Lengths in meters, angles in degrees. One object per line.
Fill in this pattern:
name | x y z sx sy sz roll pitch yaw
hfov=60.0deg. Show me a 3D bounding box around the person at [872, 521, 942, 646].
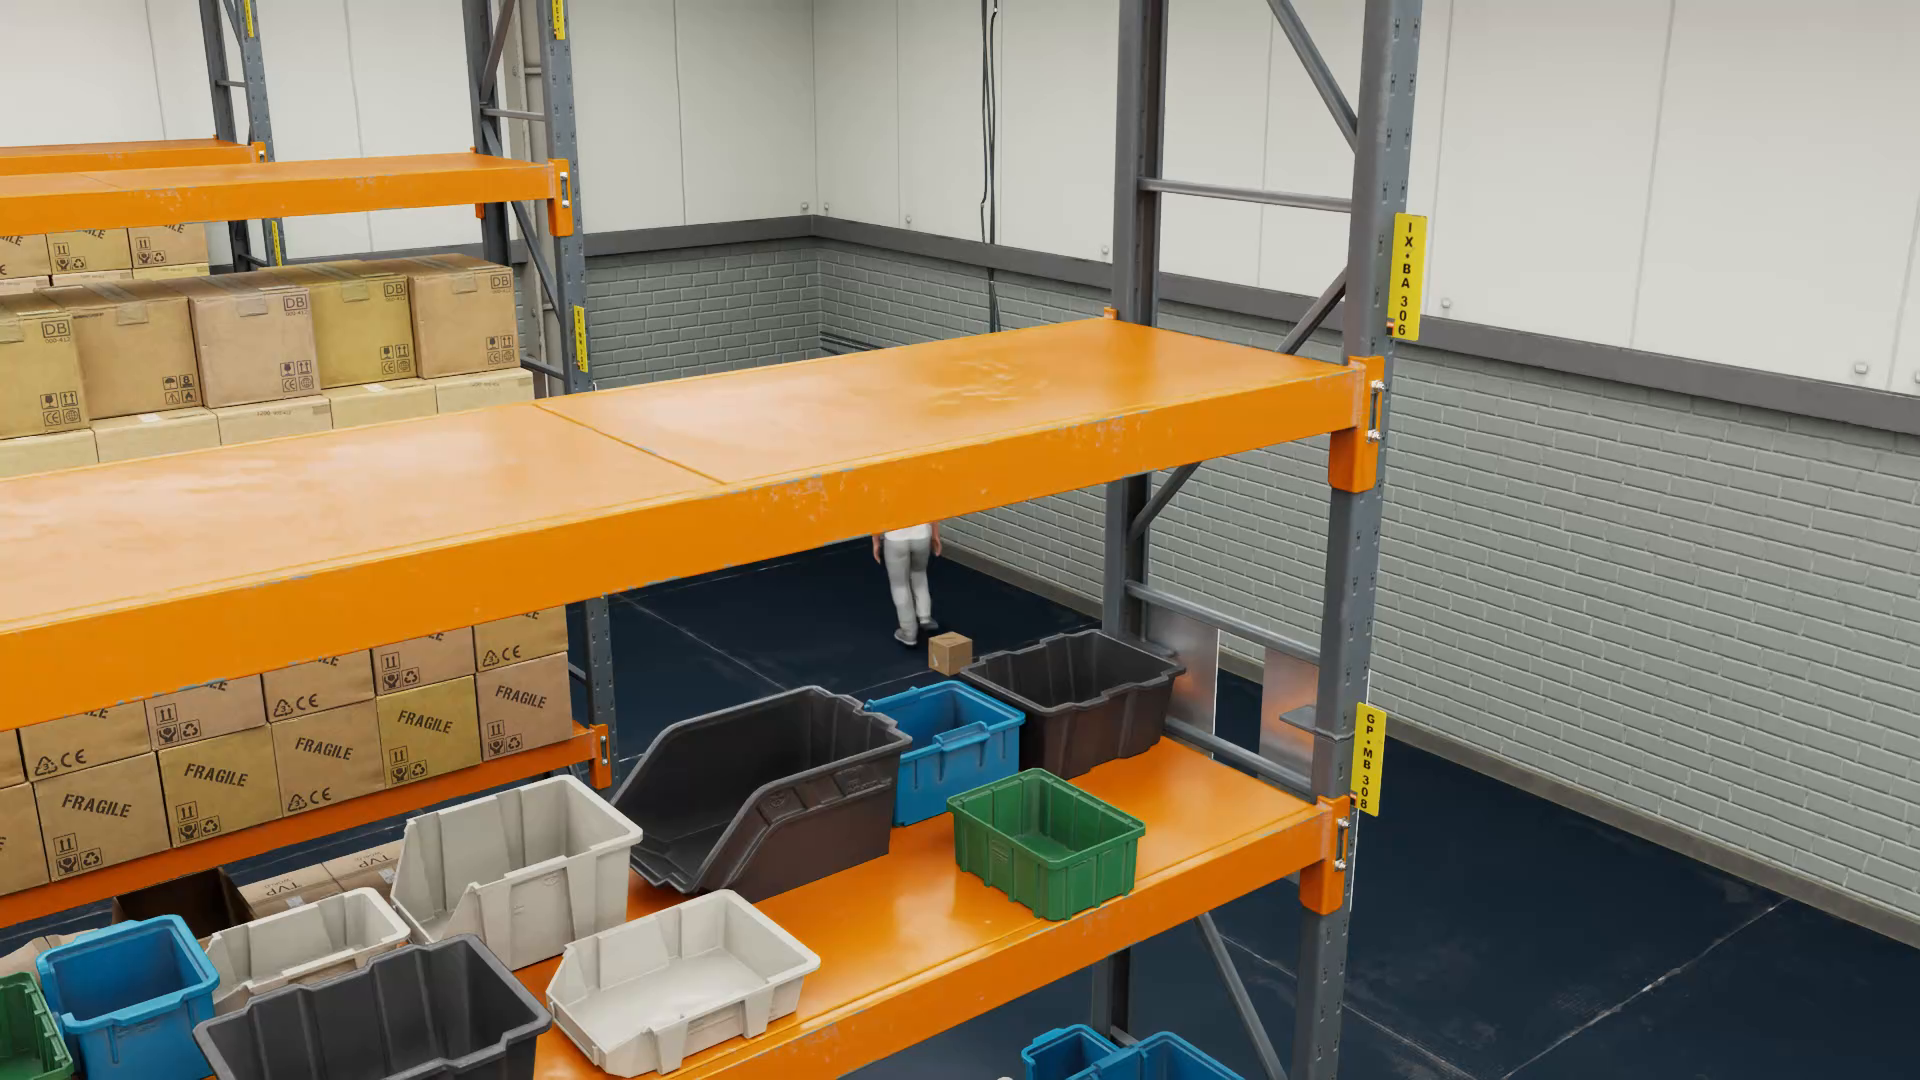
person | -0.460 -0.018 13.657 0.575 1.746 0.478 -7 19 -21
